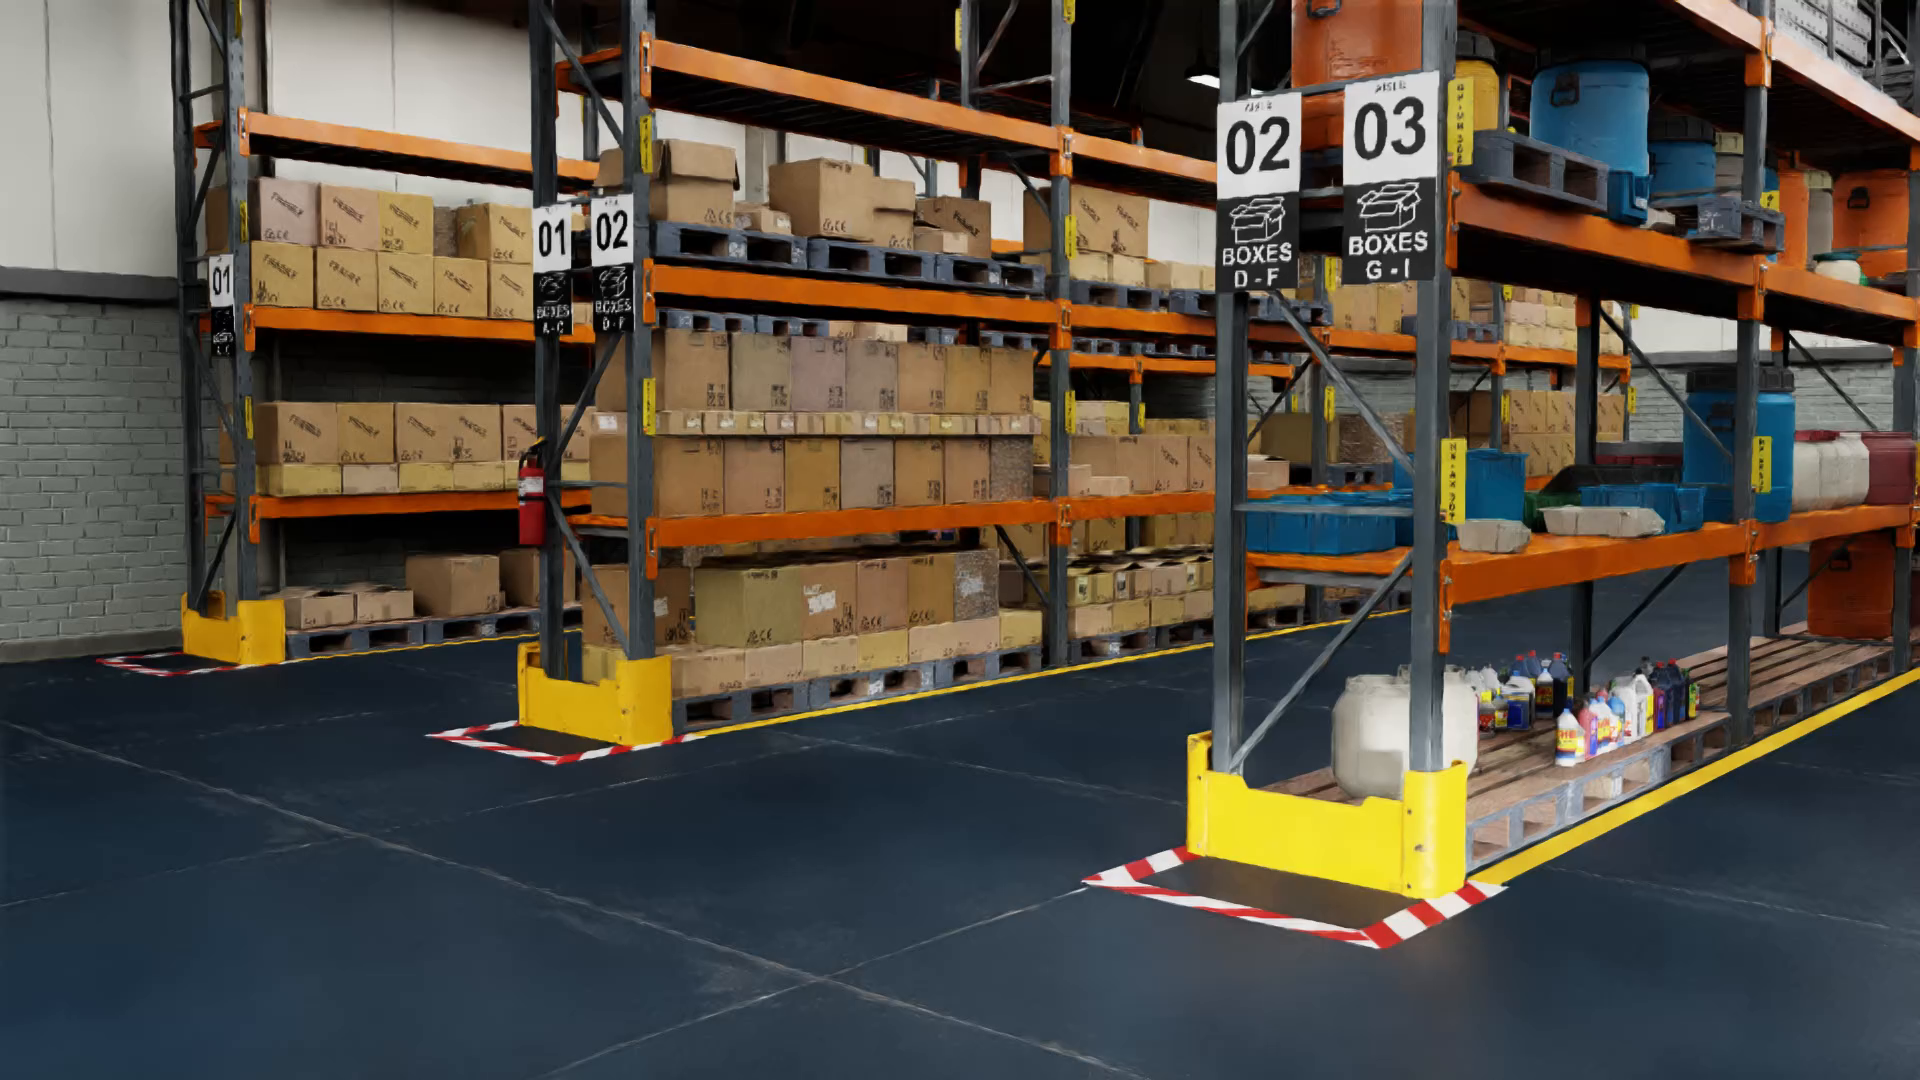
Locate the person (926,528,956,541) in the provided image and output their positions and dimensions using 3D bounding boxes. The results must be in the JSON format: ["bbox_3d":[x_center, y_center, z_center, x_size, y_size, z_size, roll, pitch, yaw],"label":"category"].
[{"bbox_3d":[-0.198,-0.065,16.595,0.337,1.599,0.574,-1,4,-14],"label":"person"}]
